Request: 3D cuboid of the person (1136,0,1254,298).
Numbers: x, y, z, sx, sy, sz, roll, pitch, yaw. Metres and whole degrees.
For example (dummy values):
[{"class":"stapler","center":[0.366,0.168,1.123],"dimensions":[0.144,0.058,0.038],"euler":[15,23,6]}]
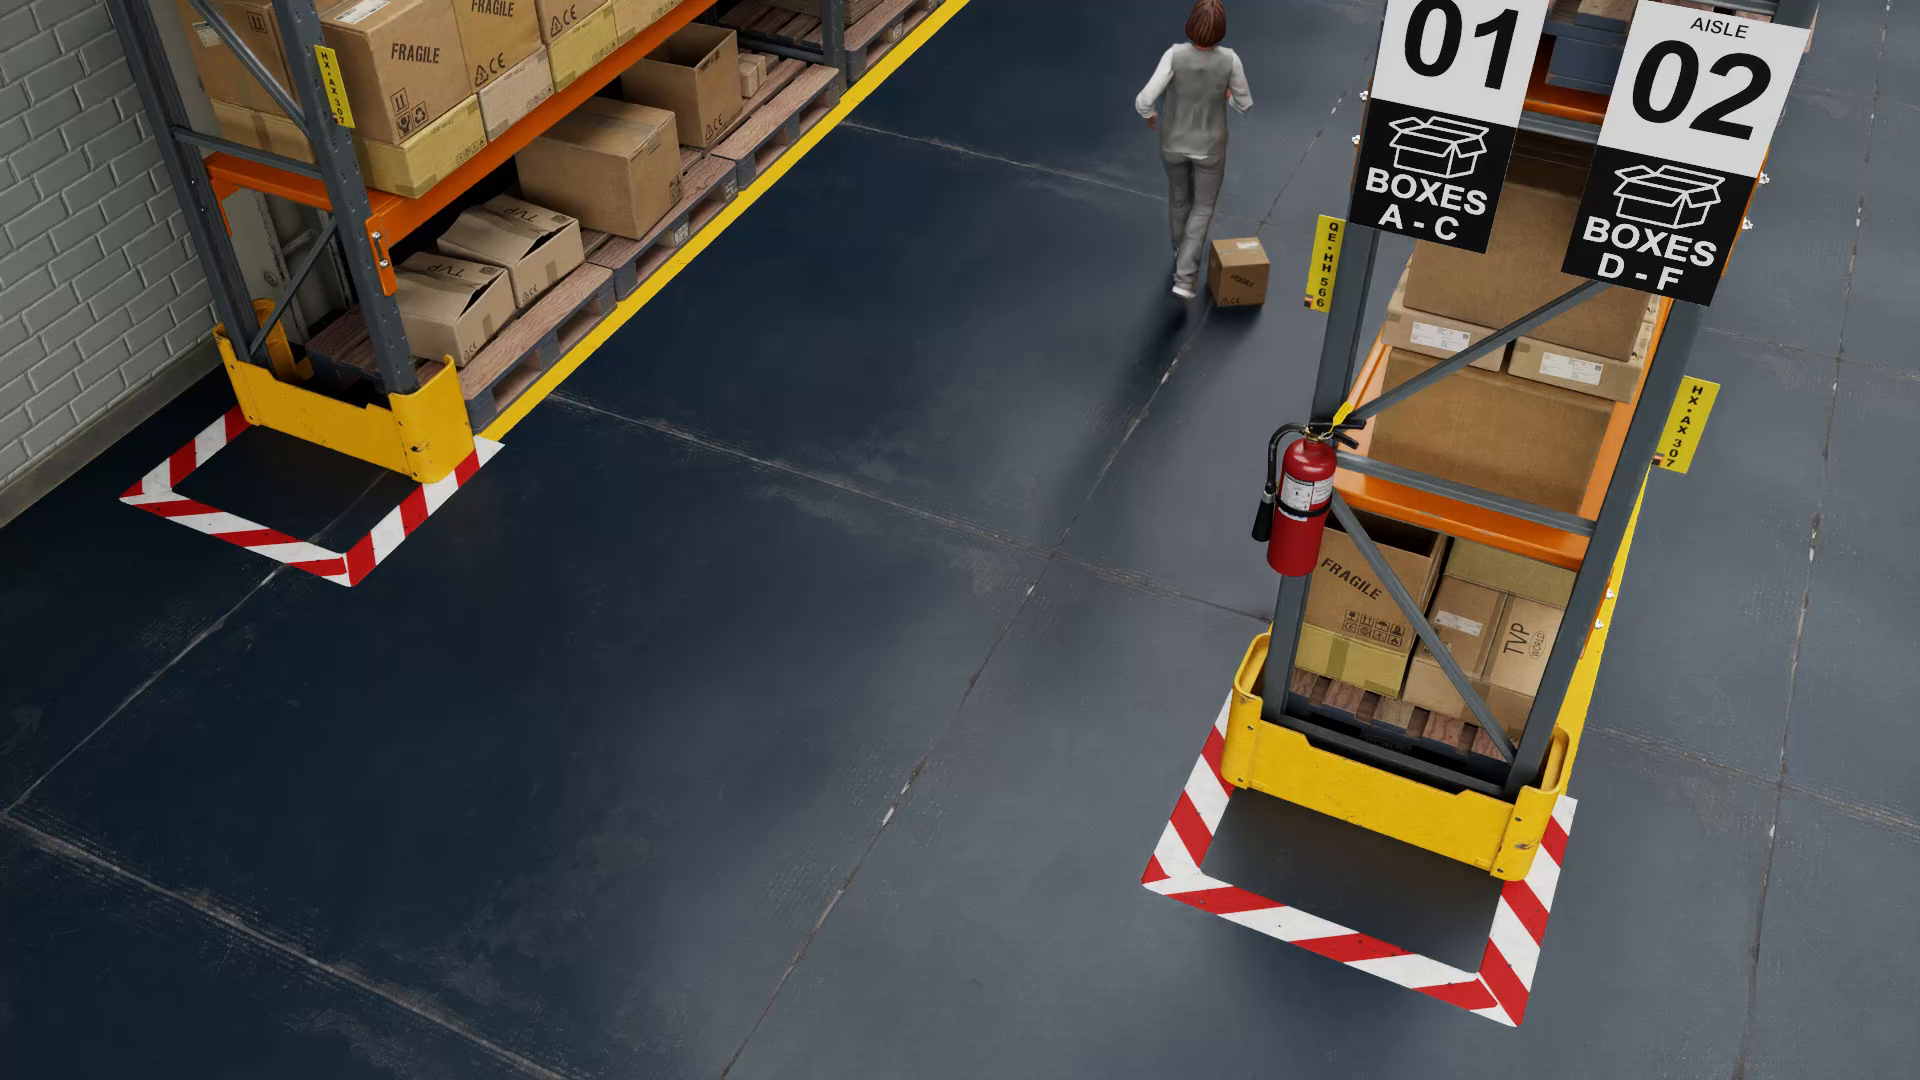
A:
[{"class":"person","center":[1.168,-1.987,8.294],"dimensions":[0.540,1.571,0.786],"euler":[11,44,12]}]
